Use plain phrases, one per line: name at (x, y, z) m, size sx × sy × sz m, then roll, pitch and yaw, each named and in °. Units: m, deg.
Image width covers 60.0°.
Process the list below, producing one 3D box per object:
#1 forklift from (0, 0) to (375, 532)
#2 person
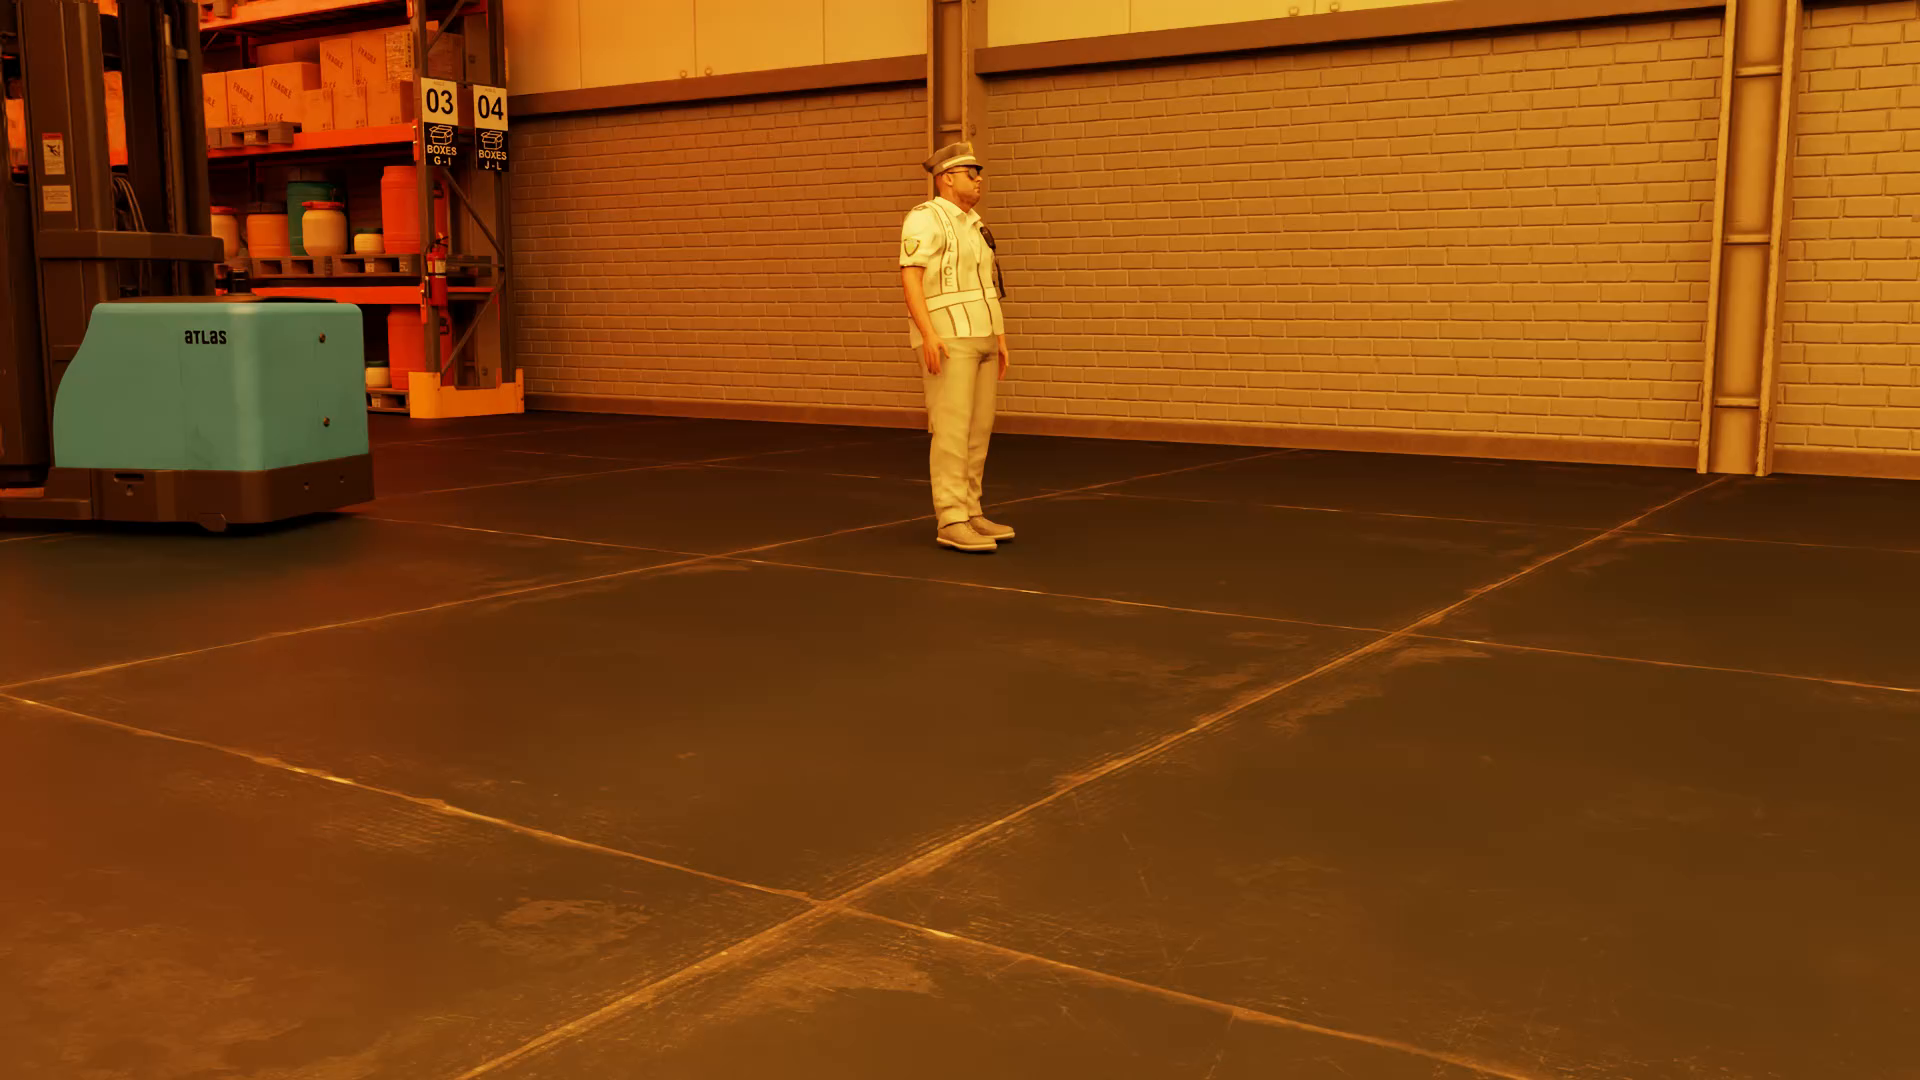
forklift at (-4.577, -1.565, 8.197) m, size 3.031 × 2.935 × 1.130 m, roll 2°, pitch 8°, yaw 11°
person at (0.057, -0.880, 7.424) m, size 0.575 × 1.778 × 0.640 m, roll 5°, pitch 10°, yaw 34°
